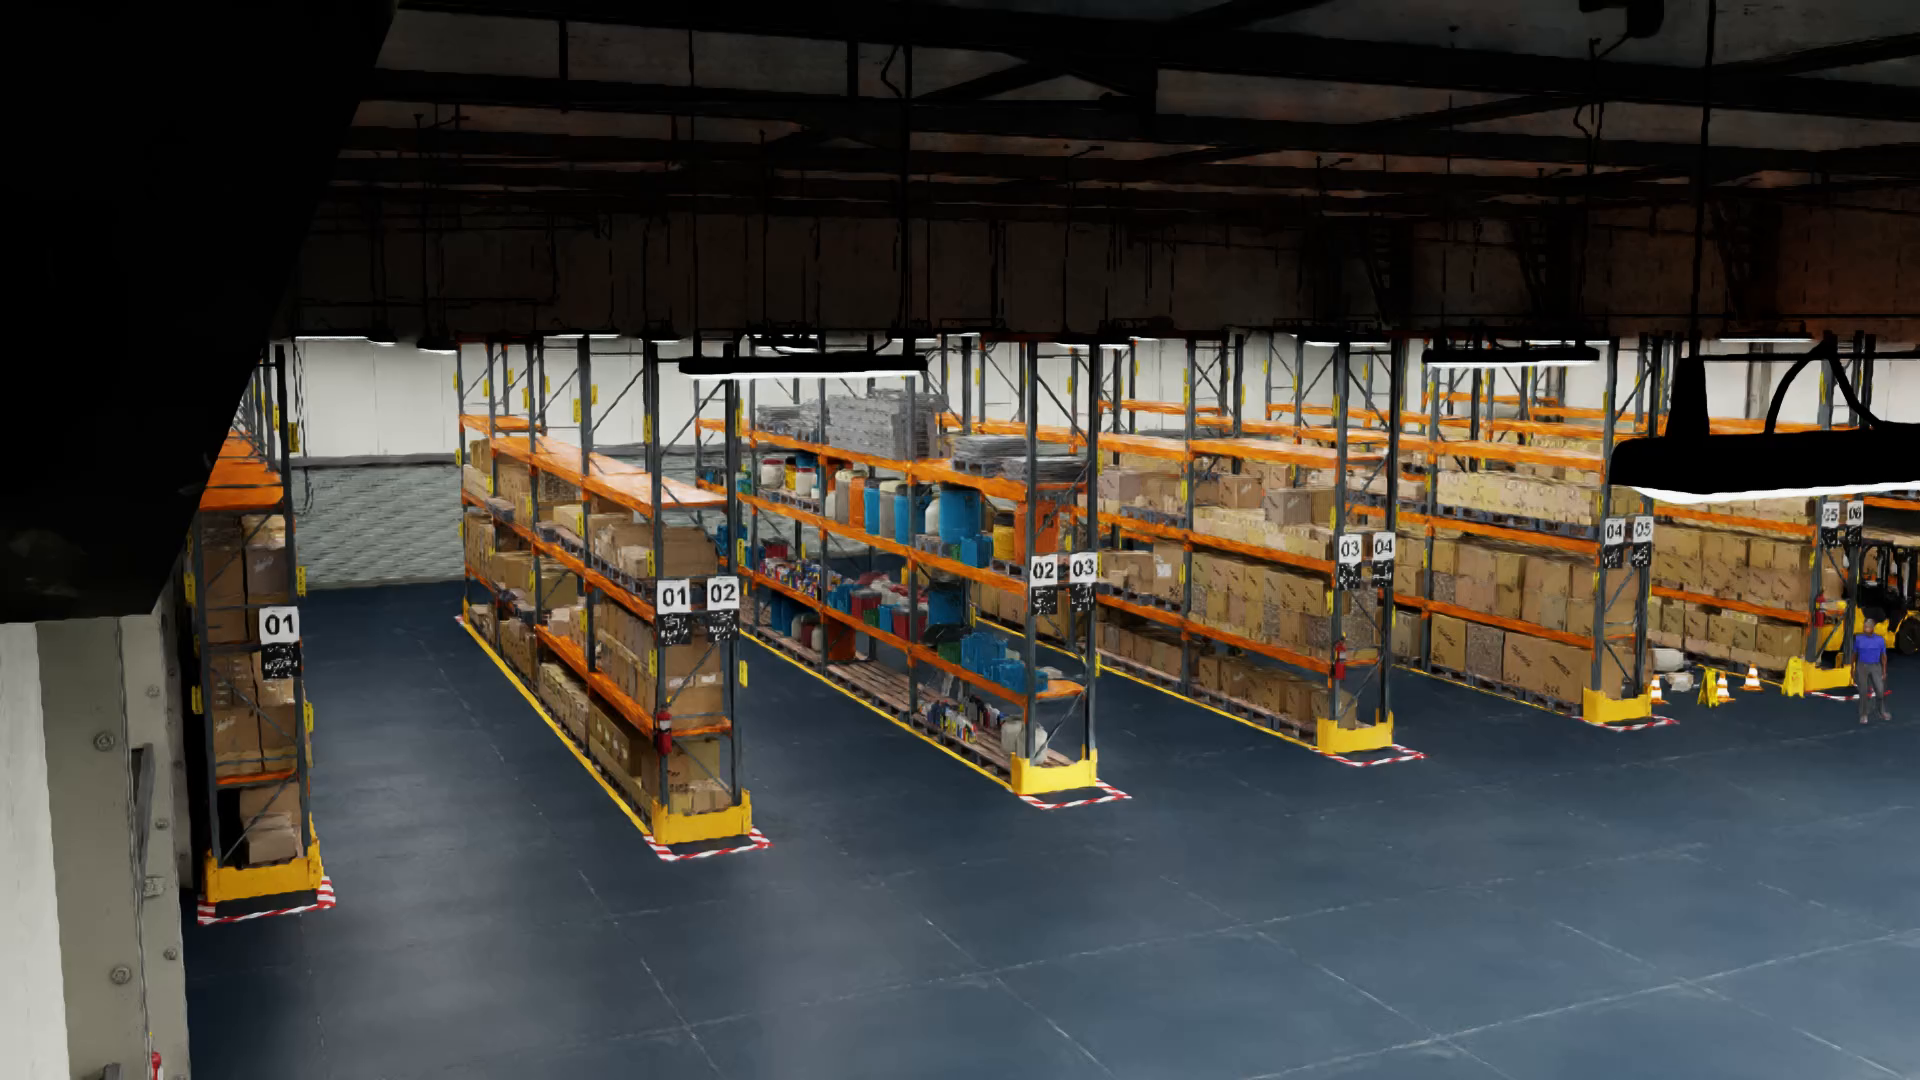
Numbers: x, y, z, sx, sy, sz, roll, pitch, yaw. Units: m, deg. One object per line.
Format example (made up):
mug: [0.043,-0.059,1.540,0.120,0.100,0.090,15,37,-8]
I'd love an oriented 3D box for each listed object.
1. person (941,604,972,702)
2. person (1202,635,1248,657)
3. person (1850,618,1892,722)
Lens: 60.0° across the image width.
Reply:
person: [-0.011,1.805,27.143,0.527,1.760,0.693,4,9,25]
person: [4.879,1.315,30.815,0.528,1.727,1.030,-5,9,-32]
person: [14.214,2.028,25.895,0.619,1.641,0.439,5,9,32]
